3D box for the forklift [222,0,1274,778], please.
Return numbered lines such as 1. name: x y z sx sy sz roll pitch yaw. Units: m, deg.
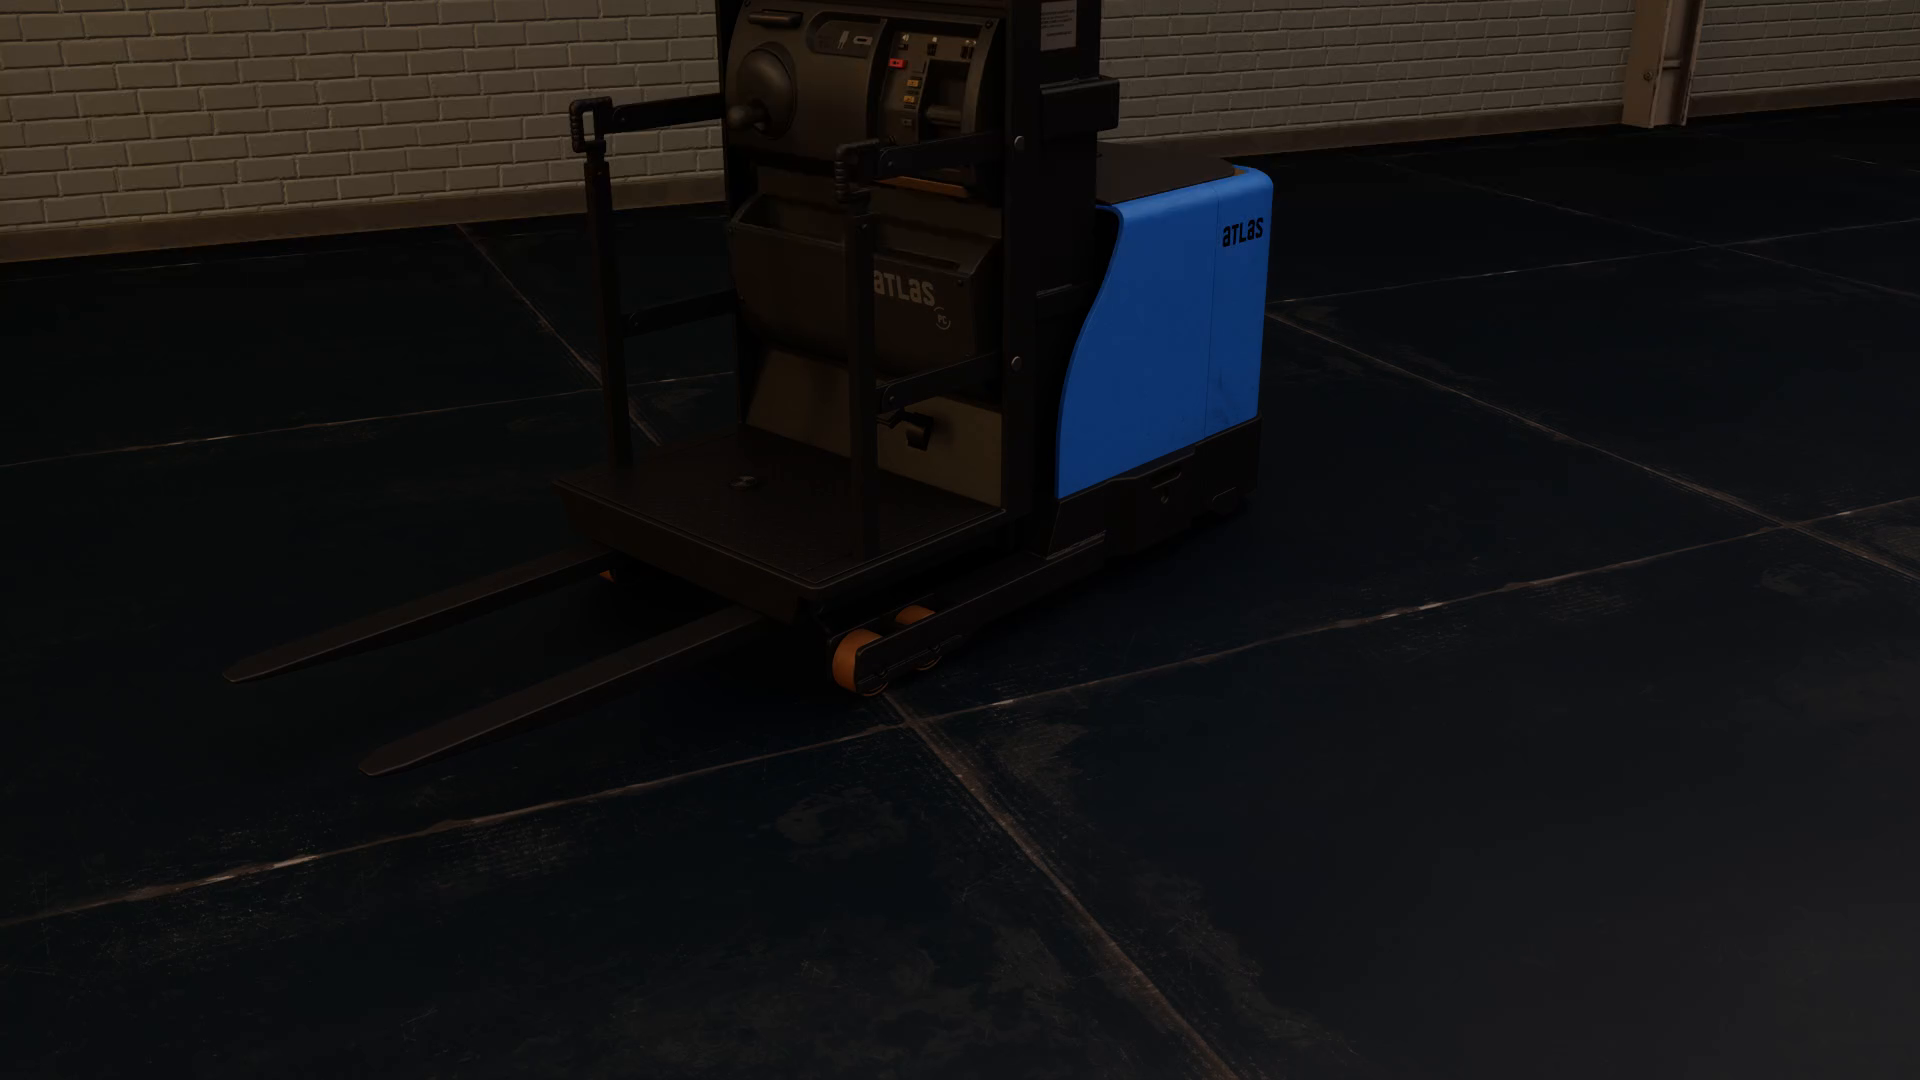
1. forklift: -0.413 -1.182 4.131 1.130 2.935 3.031 19 29 39
